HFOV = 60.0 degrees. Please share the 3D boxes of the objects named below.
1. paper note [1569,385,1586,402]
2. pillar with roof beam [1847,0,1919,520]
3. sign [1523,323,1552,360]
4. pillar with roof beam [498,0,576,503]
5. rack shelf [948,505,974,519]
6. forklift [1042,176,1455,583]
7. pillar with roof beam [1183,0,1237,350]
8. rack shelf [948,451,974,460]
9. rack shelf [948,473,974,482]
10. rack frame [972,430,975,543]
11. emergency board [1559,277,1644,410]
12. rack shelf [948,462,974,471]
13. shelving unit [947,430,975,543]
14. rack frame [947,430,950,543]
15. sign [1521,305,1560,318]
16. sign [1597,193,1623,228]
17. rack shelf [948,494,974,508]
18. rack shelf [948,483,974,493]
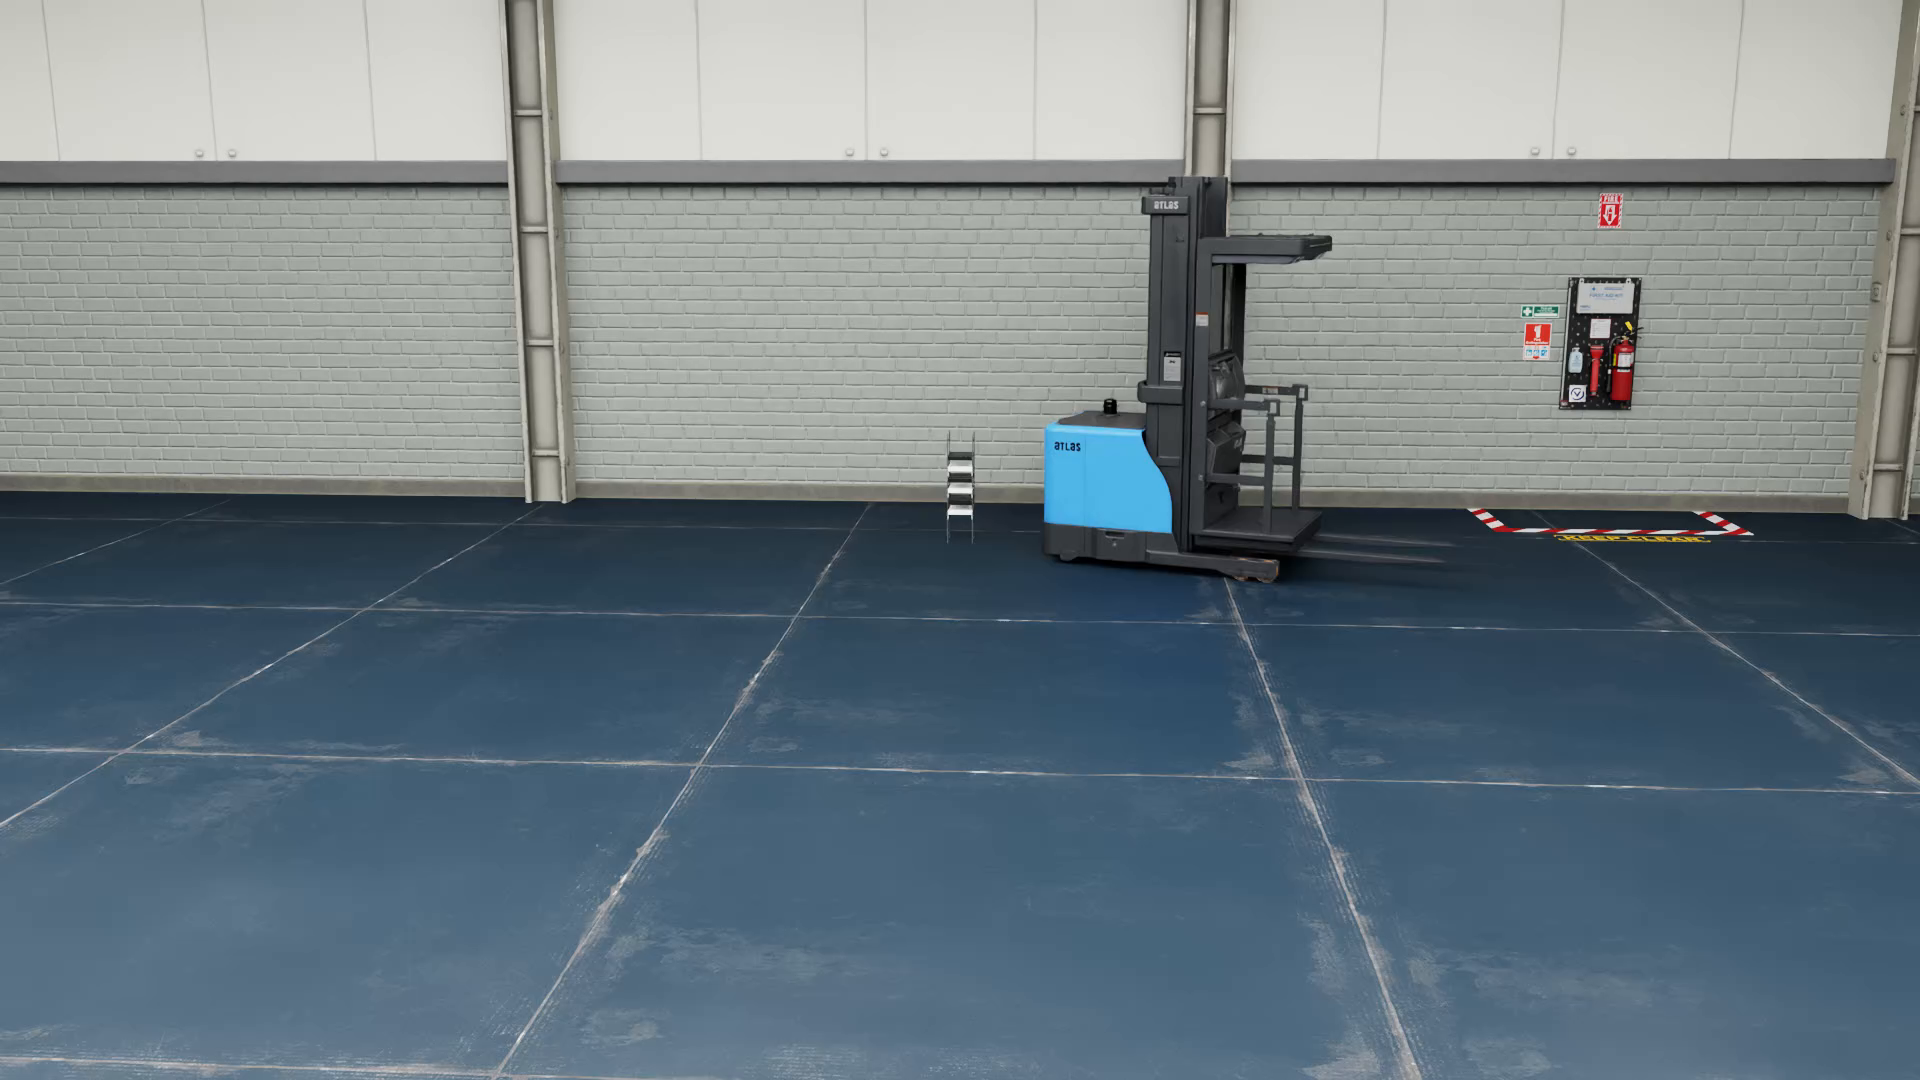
[{"bbox_3d":[5.513,-1.307,14.843,0.142,0.148,0.016,1,12,4],"label":"paper note"},{"bbox_3d":[7.860,-3.737,9.656,0.400,9.000,9.100,1,12,4],"label":"pillar with roof beam"},{"bbox_3d":[5.140,-1.768,14.807,0.234,0.329,0.001,1,12,4],"label":"sign"},{"bbox_3d":[-4.113,-3.901,10.441,0.400,9.000,9.100,1,12,4],"label":"pillar with roof beam"},{"bbox_3d":[0.008,-0.232,13.719,0.200,0.077,0.258,1,12,4],"label":"rack shelf"},{"bbox_3d":[2.204,-1.242,12.546,3.031,2.935,1.130,5,13,23],"label":"forklift"},{"bbox_3d":[1.874,-3.819,10.049,0.400,9.000,9.100,1,12,4],"label":"pillar with roof beam"},{"bbox_3d":[0.008,-0.672,13.627,0.200,0.077,0.258,1,12,4],"label":"rack shelf"},{"bbox_3d":[0.008,-0.496,13.664,0.200,0.077,0.258,1,12,4],"label":"rack shelf"},{"bbox_3d":[0.110,-0.439,13.669,0.006,0.900,0.240,1,12,4],"label":"rack frame"},{"bbox_3d":[5.685,-1.722,14.674,0.643,1.169,0.194,1,12,4],"label":"emergency board"},{"bbox_3d":[0.008,-0.584,13.645,0.200,0.077,0.258,1,12,4],"label":"rack shelf"},{"bbox_3d":[0.008,-0.440,13.675,0.210,0.900,0.258,1,12,4],"label":"shelving unit"},{"bbox_3d":[-0.093,-0.442,13.682,0.006,0.900,0.240,1,12,4],"label":"rack frame"},{"bbox_3d":[5.144,-2.026,14.744,0.331,0.109,0.001,1,12,4],"label":"sign"},{"bbox_3d":[5.684,-2.877,14.534,0.199,0.298,0.001,1,12,4],"label":"sign"},{"bbox_3d":[0.008,-0.320,13.701,0.200,0.077,0.258,1,12,4],"label":"rack shelf"},{"bbox_3d":[0.008,-0.408,13.682,0.200,0.077,0.258,1,12,4],"label":"rack shelf"}]
